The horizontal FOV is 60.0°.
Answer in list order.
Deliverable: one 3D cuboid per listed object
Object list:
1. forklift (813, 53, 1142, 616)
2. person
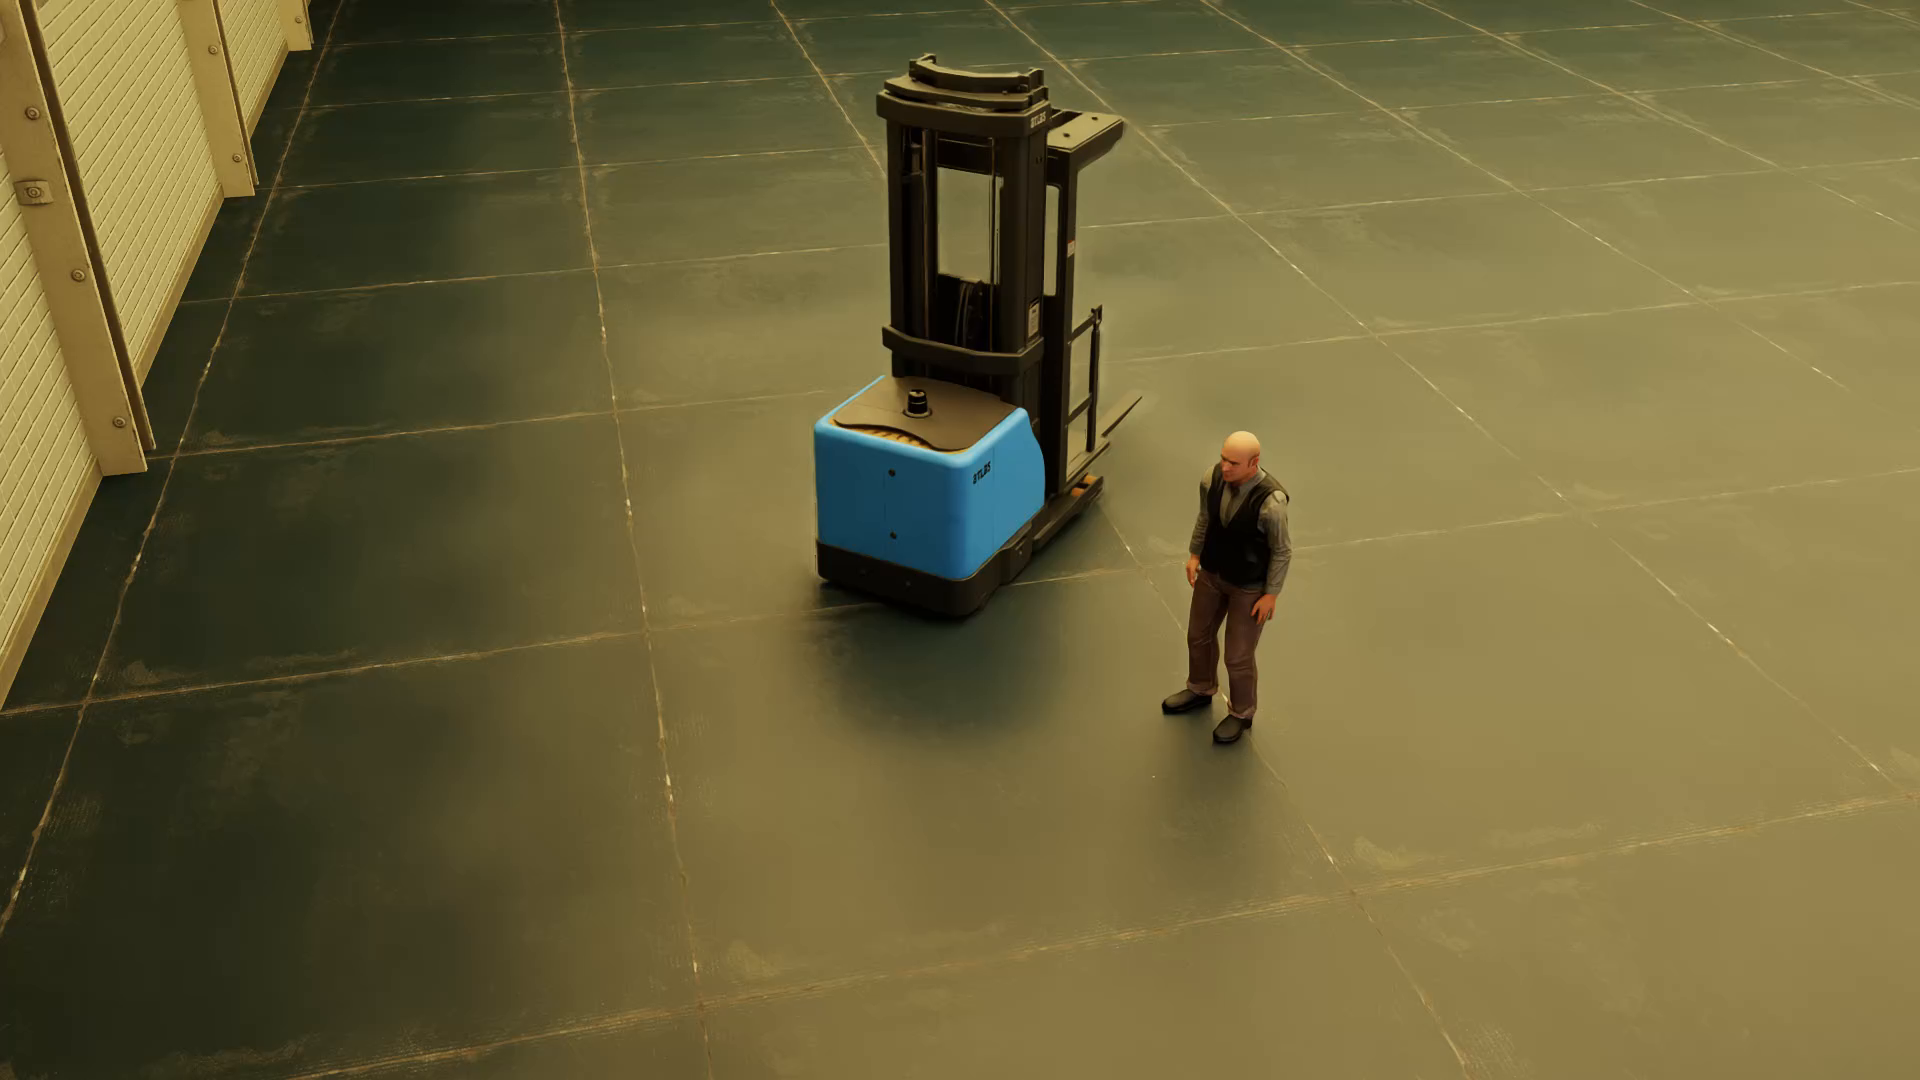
[{"bbox_3d":[0.286,-1.539,10.234,1.130,2.935,3.031,15,33,24],"label":"forklift"},{"bbox_3d":[1.402,0.200,8.440,0.422,1.719,0.580,-22,37,-33],"label":"person"}]
